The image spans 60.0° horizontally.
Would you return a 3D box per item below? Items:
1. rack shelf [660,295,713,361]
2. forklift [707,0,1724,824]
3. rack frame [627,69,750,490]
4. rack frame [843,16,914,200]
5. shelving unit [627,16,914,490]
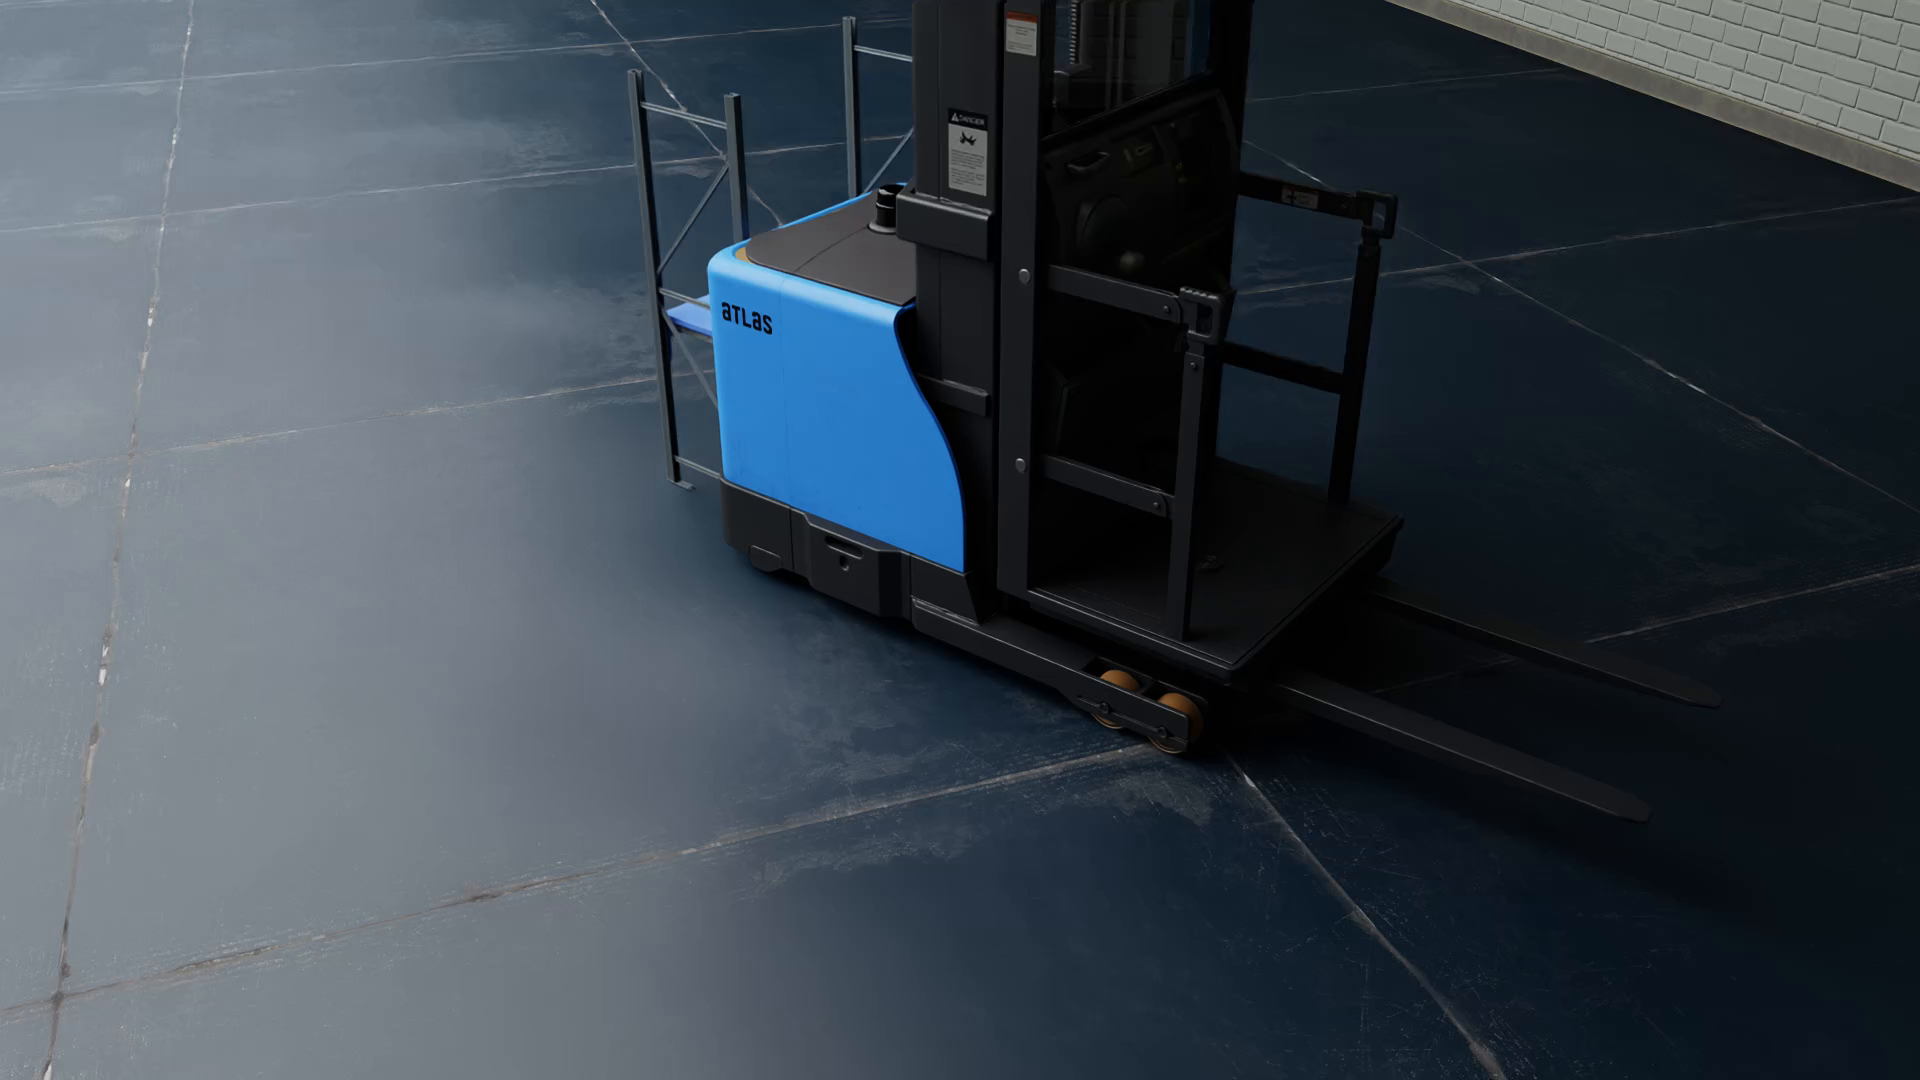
[{"bbox_3d":[-0.552,-0.832,6.058,0.538,0.185,1.000,22,37,34],"label":"rack shelf"},{"bbox_3d":[0.681,-0.970,4.492,3.031,2.935,1.130,21,36,32],"label":"forklift"},{"bbox_3d":[-0.878,-0.795,5.630,0.500,1.500,0.032,22,37,34],"label":"rack frame"},{"bbox_3d":[-0.226,-1.181,6.308,0.500,1.500,0.032,22,37,34],"label":"rack frame"},{"bbox_3d":[-0.552,-0.988,5.969,0.538,1.500,1.048,22,37,34],"label":"shelving unit"}]
